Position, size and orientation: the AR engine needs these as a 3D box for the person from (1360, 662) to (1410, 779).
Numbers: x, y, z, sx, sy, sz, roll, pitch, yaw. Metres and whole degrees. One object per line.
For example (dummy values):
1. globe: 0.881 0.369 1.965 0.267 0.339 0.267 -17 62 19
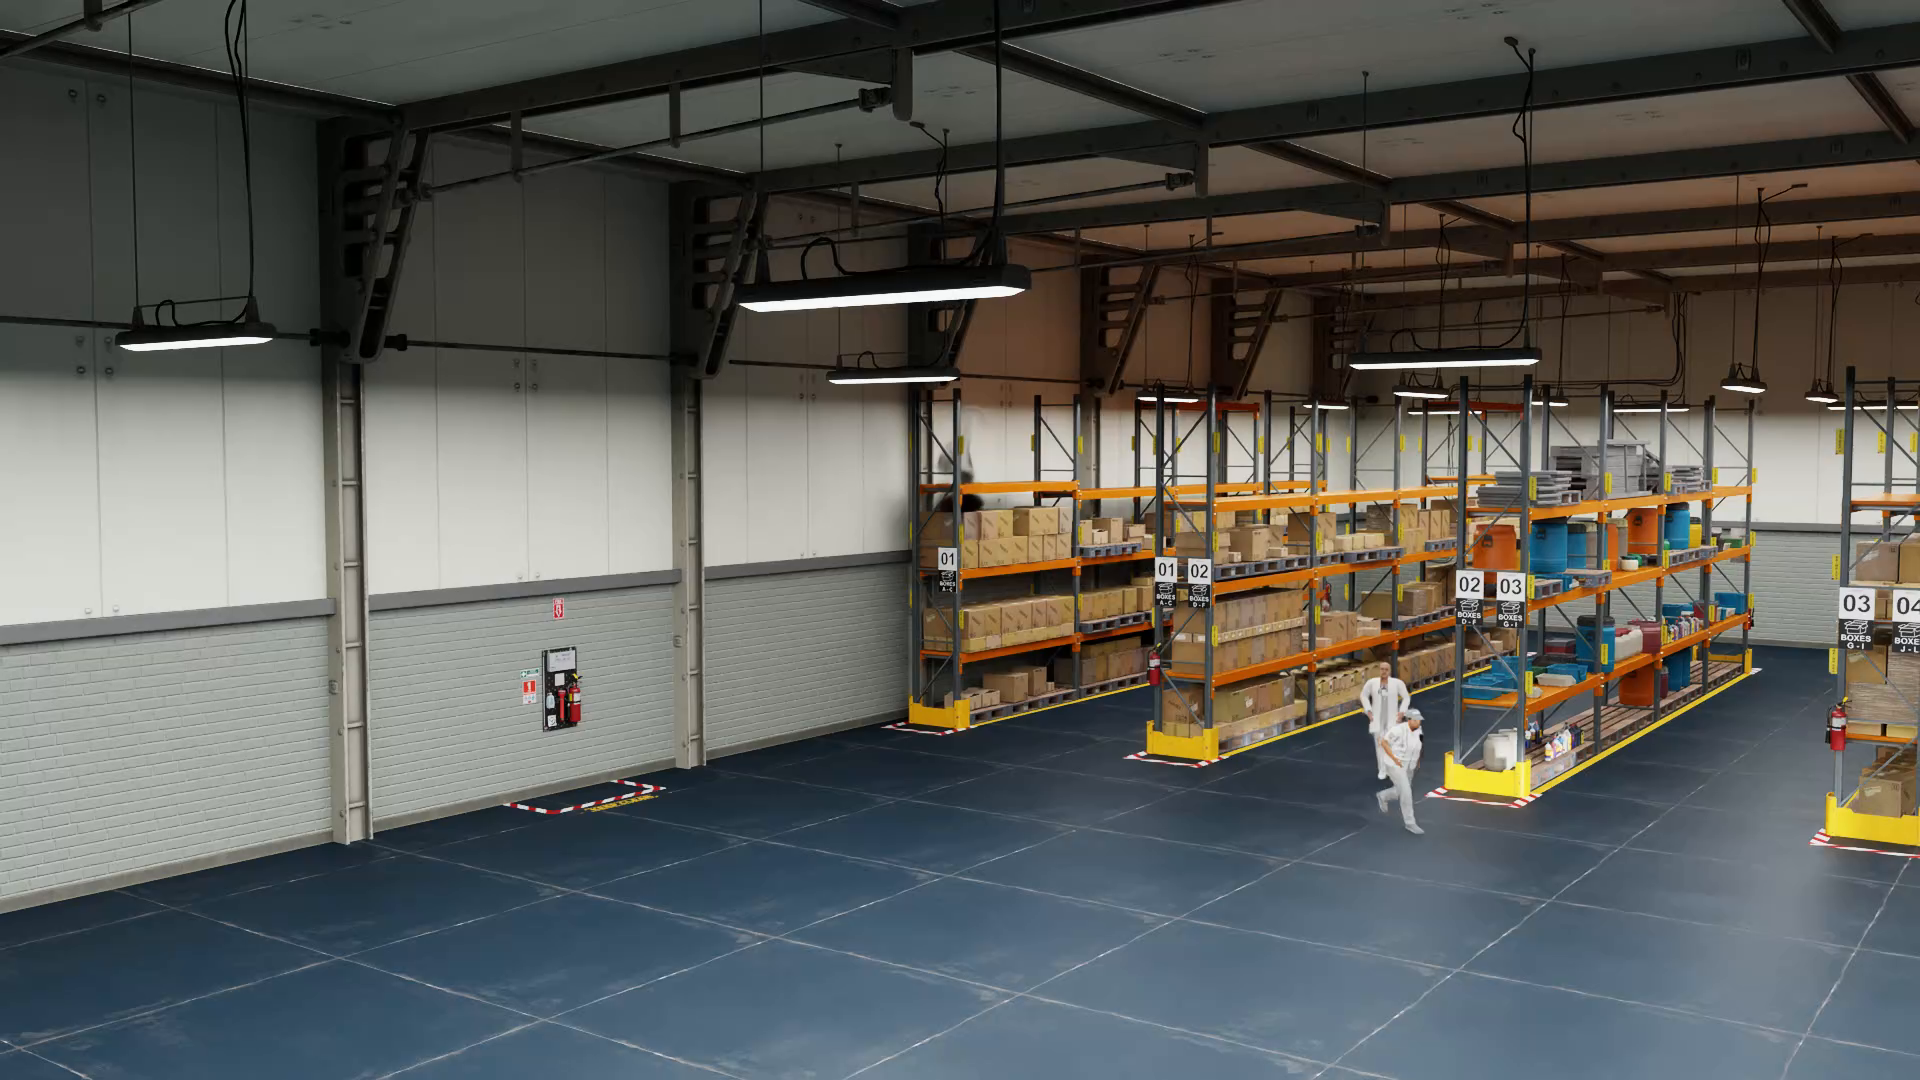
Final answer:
1. person: 6.444 2.723 25.242 0.741 1.769 0.714 1 3 16

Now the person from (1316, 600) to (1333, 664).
1. person: 7.724 2.129 35.087 0.674 1.740 0.782 2 4 32

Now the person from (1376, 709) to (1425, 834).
1. person: 5.723 2.968 21.766 0.608 1.614 0.939 -1 4 -22
